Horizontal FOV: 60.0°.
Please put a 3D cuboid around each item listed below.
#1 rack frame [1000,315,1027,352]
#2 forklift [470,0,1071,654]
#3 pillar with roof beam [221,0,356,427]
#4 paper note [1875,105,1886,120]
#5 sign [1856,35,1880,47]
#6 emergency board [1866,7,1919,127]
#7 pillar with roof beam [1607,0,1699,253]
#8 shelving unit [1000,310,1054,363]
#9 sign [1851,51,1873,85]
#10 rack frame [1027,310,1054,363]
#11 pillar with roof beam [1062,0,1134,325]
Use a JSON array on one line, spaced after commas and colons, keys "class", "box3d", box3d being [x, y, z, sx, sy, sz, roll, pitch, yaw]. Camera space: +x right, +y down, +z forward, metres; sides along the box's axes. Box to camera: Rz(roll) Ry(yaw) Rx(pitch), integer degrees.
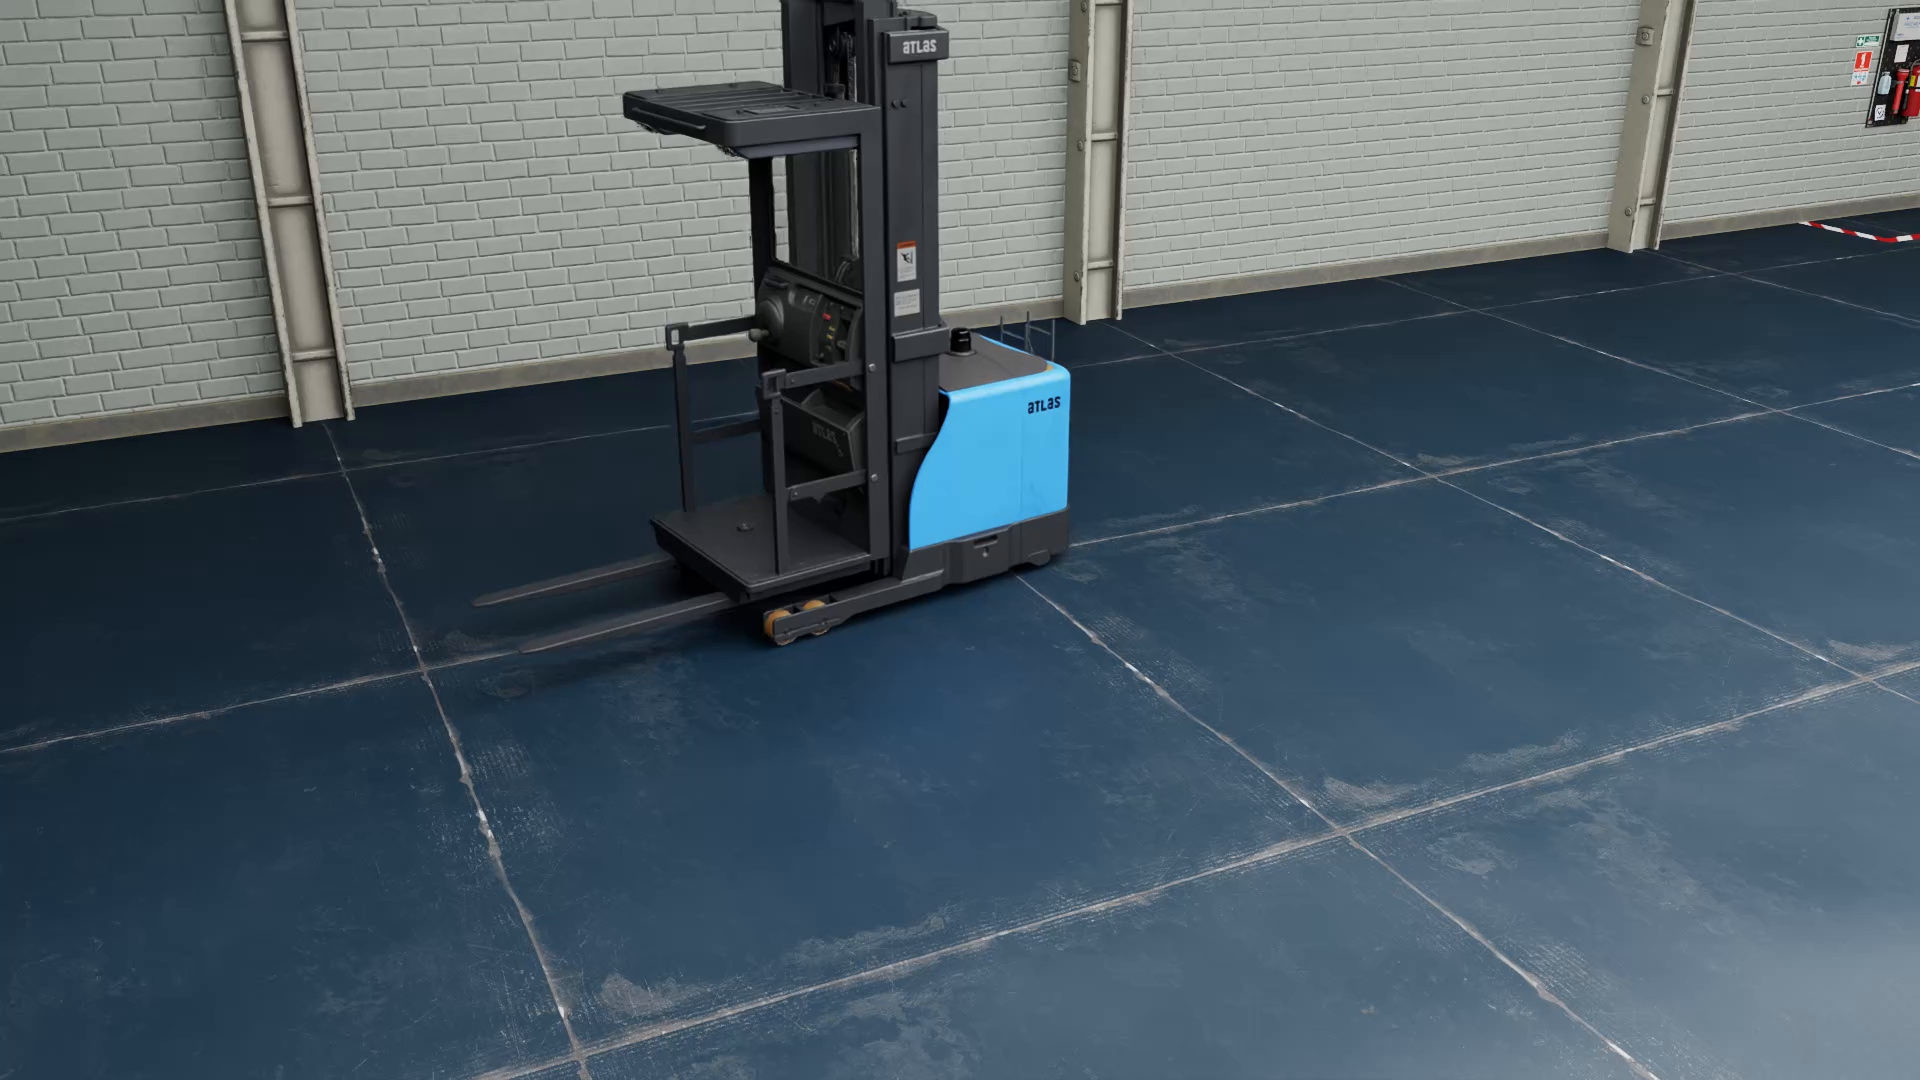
[{"class": "rack frame", "box3d": [0.290, -0.635, 9.214, 0.006, 1.200, 0.240, -15, 27, -32]}, {"class": "forklift", "box3d": [-0.913, -1.077, 8.020, 3.031, 2.935, 1.130, -15, 27, -32]}, {"class": "pillar with roof beam", "box3d": [-2.455, -3.508, 5.959, 0.400, 9.000, 9.100, -10, 25, -24]}, {"class": "paper note", "box3d": [9.464, -4.396, 17.100, 0.142, 0.148, 0.016, -10, 25, -24]}, {"class": "sign", "box3d": [9.119, -5.011, 16.695, 0.331, 0.109, 0.001, -10, 25, -24]}, {"class": "emergency board", "box3d": [9.654, -4.809, 16.945, 0.643, 1.169, 0.194, -10, 25, -24]}, {"class": "pillar with roof beam", "box3d": [8.358, -5.498, 10.767, 0.400, 9.000, 9.100, -10, 25, -24]}, {"class": "shelving unit", "box3d": [0.365, -0.655, 9.263, 0.189, 1.200, 0.258, -15, 27, -32]}, {"class": "sign", "box3d": [9.111, -4.769, 16.802, 0.234, 0.329, 0.001, -10, 25, -24]}, {"class": "rack frame", "box3d": [0.440, -0.675, 9.311, 0.006, 1.200, 0.240, -15, 27, -32]}, {"class": "pillar with roof beam", "box3d": [2.951, -4.503, 8.363, 0.400, 9.000, 9.100, -10, 25, -24]}]
